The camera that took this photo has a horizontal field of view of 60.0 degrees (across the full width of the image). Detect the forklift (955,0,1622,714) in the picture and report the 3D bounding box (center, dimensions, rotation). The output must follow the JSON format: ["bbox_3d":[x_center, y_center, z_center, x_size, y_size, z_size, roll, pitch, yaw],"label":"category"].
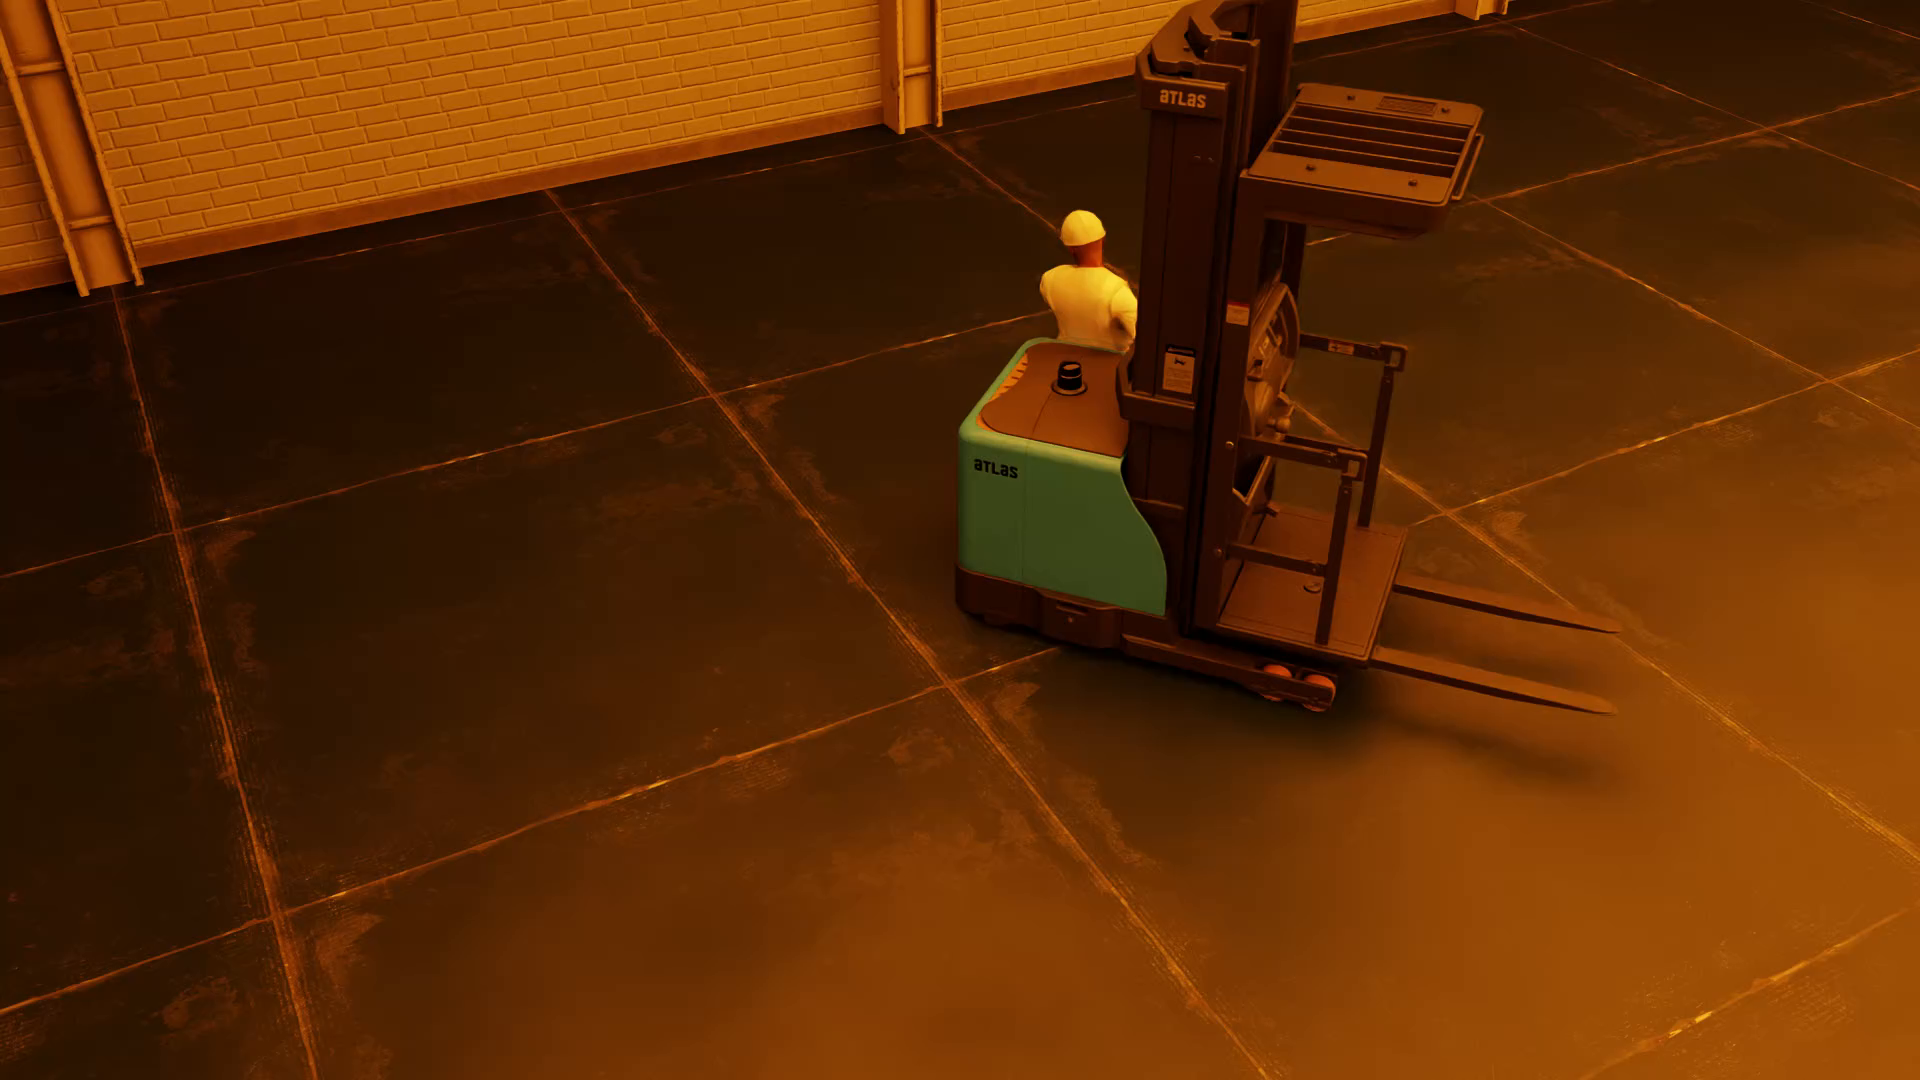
[{"bbox_3d":[1.545,-0.768,7.209,3.031,2.935,1.130,13,37,18],"label":"forklift"}]

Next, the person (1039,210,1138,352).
[{"bbox_3d":[0.793,-0.891,8.474,0.791,1.703,0.835,18,39,24],"label":"person"}]
